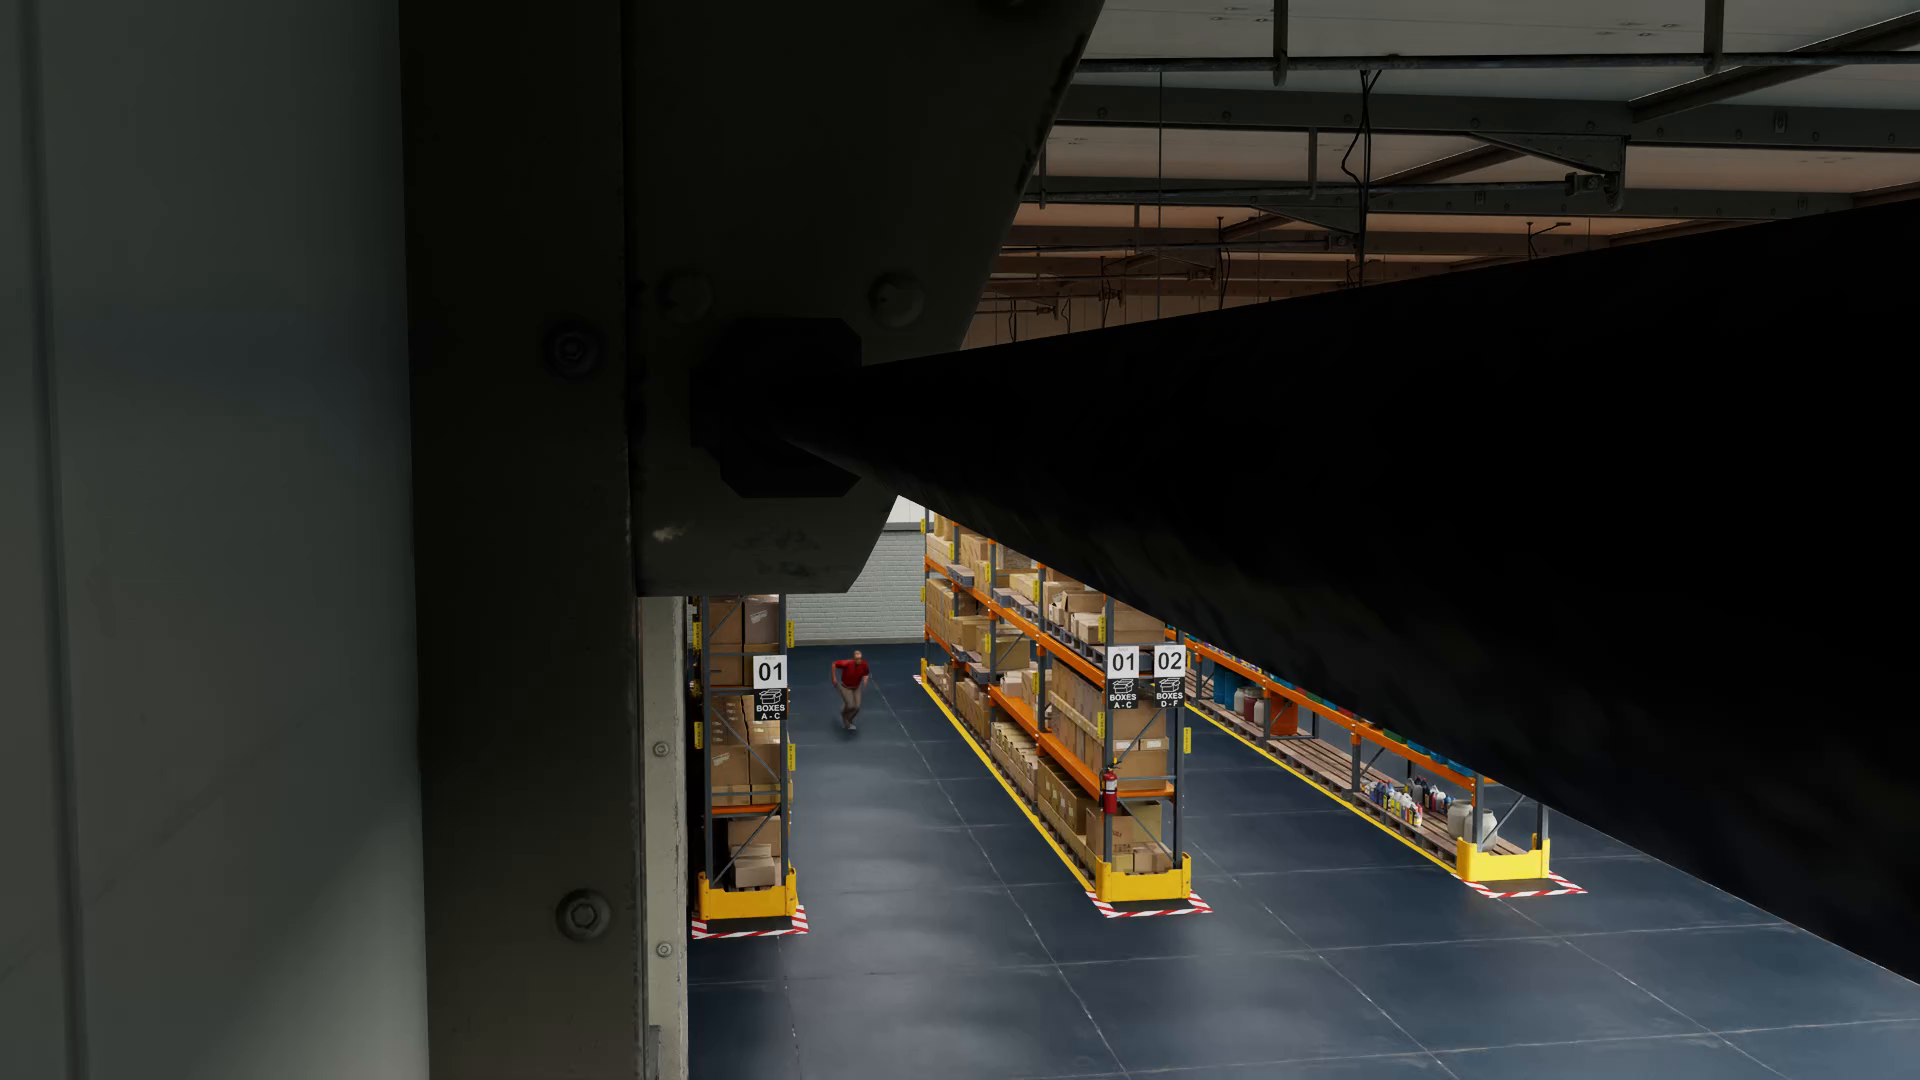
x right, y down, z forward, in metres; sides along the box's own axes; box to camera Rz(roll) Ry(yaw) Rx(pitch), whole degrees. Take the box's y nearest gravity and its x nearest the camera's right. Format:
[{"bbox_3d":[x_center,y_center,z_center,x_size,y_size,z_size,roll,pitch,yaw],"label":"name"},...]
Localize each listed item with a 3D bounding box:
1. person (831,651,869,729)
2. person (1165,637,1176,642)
[{"bbox_3d":[-2.051,2.821,31.142,0.694,1.552,0.886,-3,6,-27],"label":"person"},{"bbox_3d":[4.876,2.105,38.461,0.738,1.760,0.710,0,5,2],"label":"person"}]
